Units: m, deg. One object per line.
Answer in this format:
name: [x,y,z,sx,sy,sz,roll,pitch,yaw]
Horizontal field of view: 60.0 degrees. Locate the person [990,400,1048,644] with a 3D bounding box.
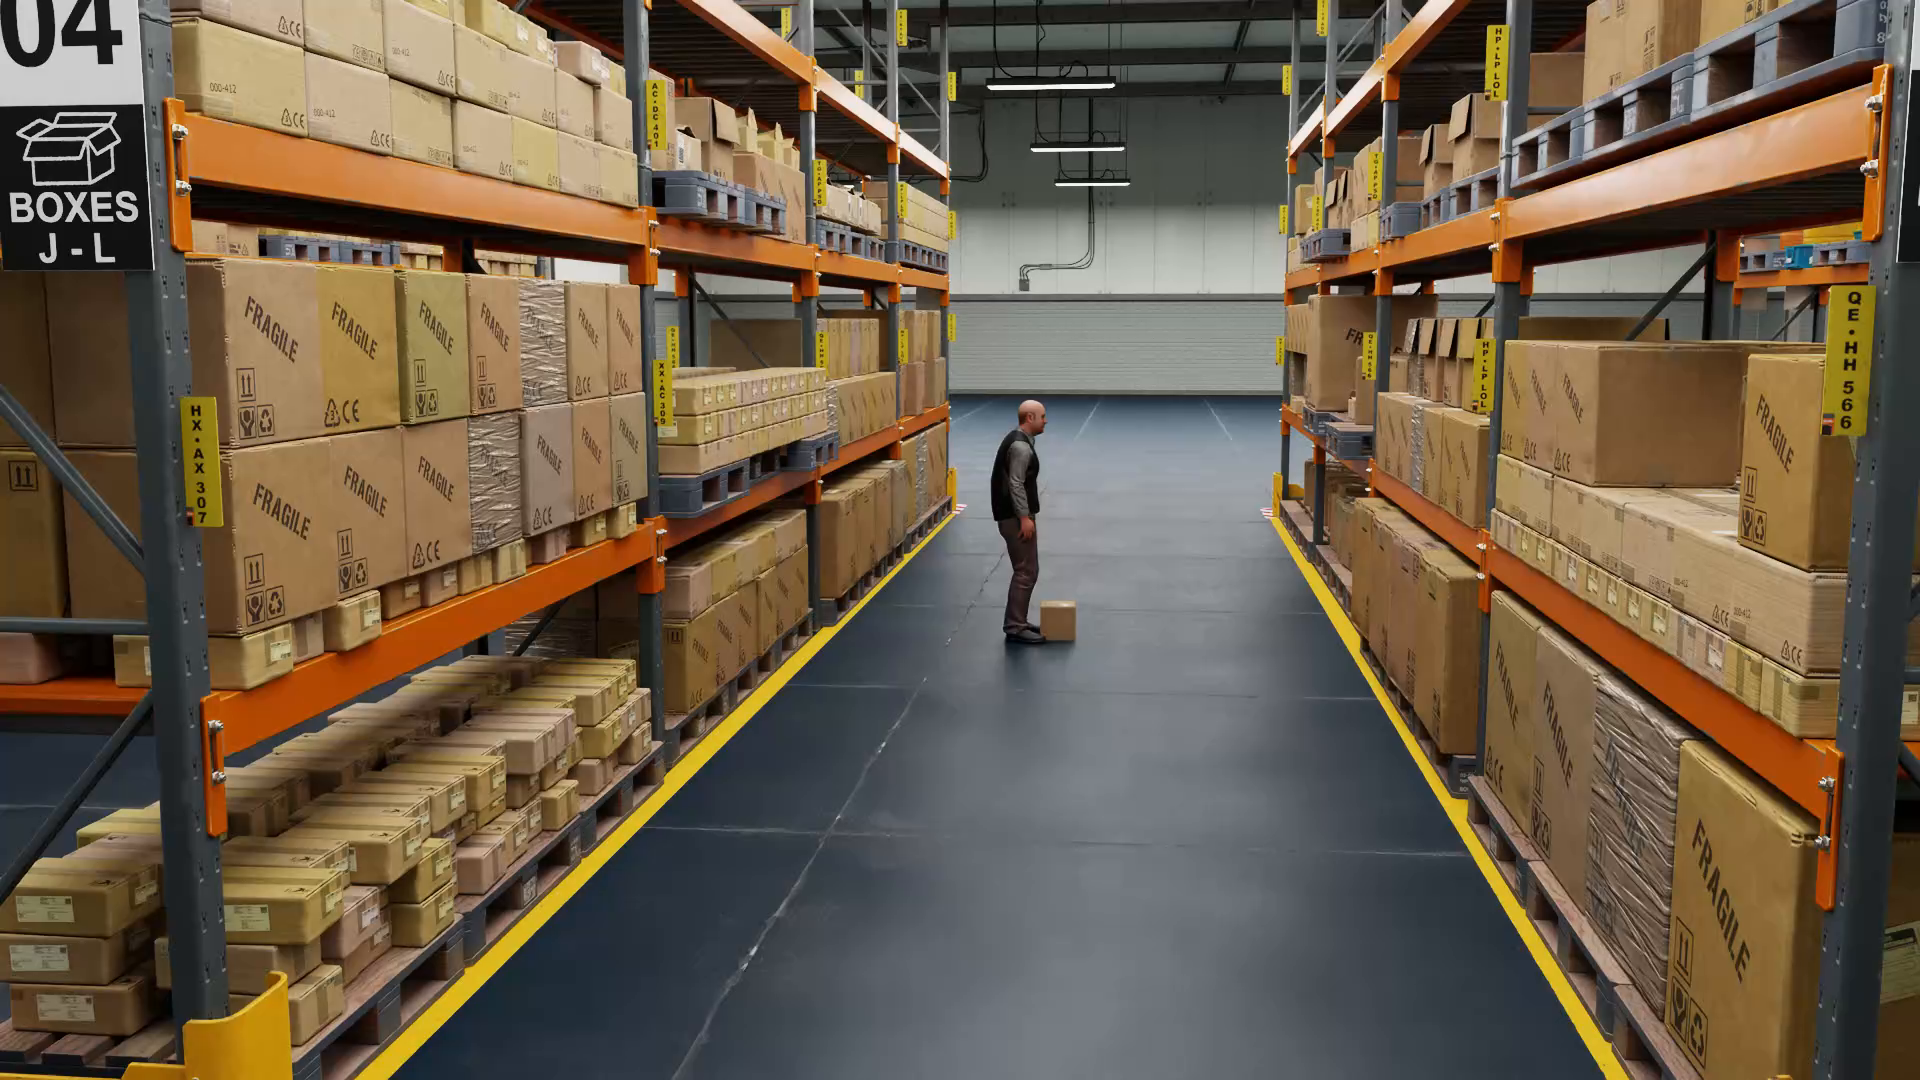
person: [0.427,-0.146,11.991,0.418,1.719,0.585,0,8,3]
